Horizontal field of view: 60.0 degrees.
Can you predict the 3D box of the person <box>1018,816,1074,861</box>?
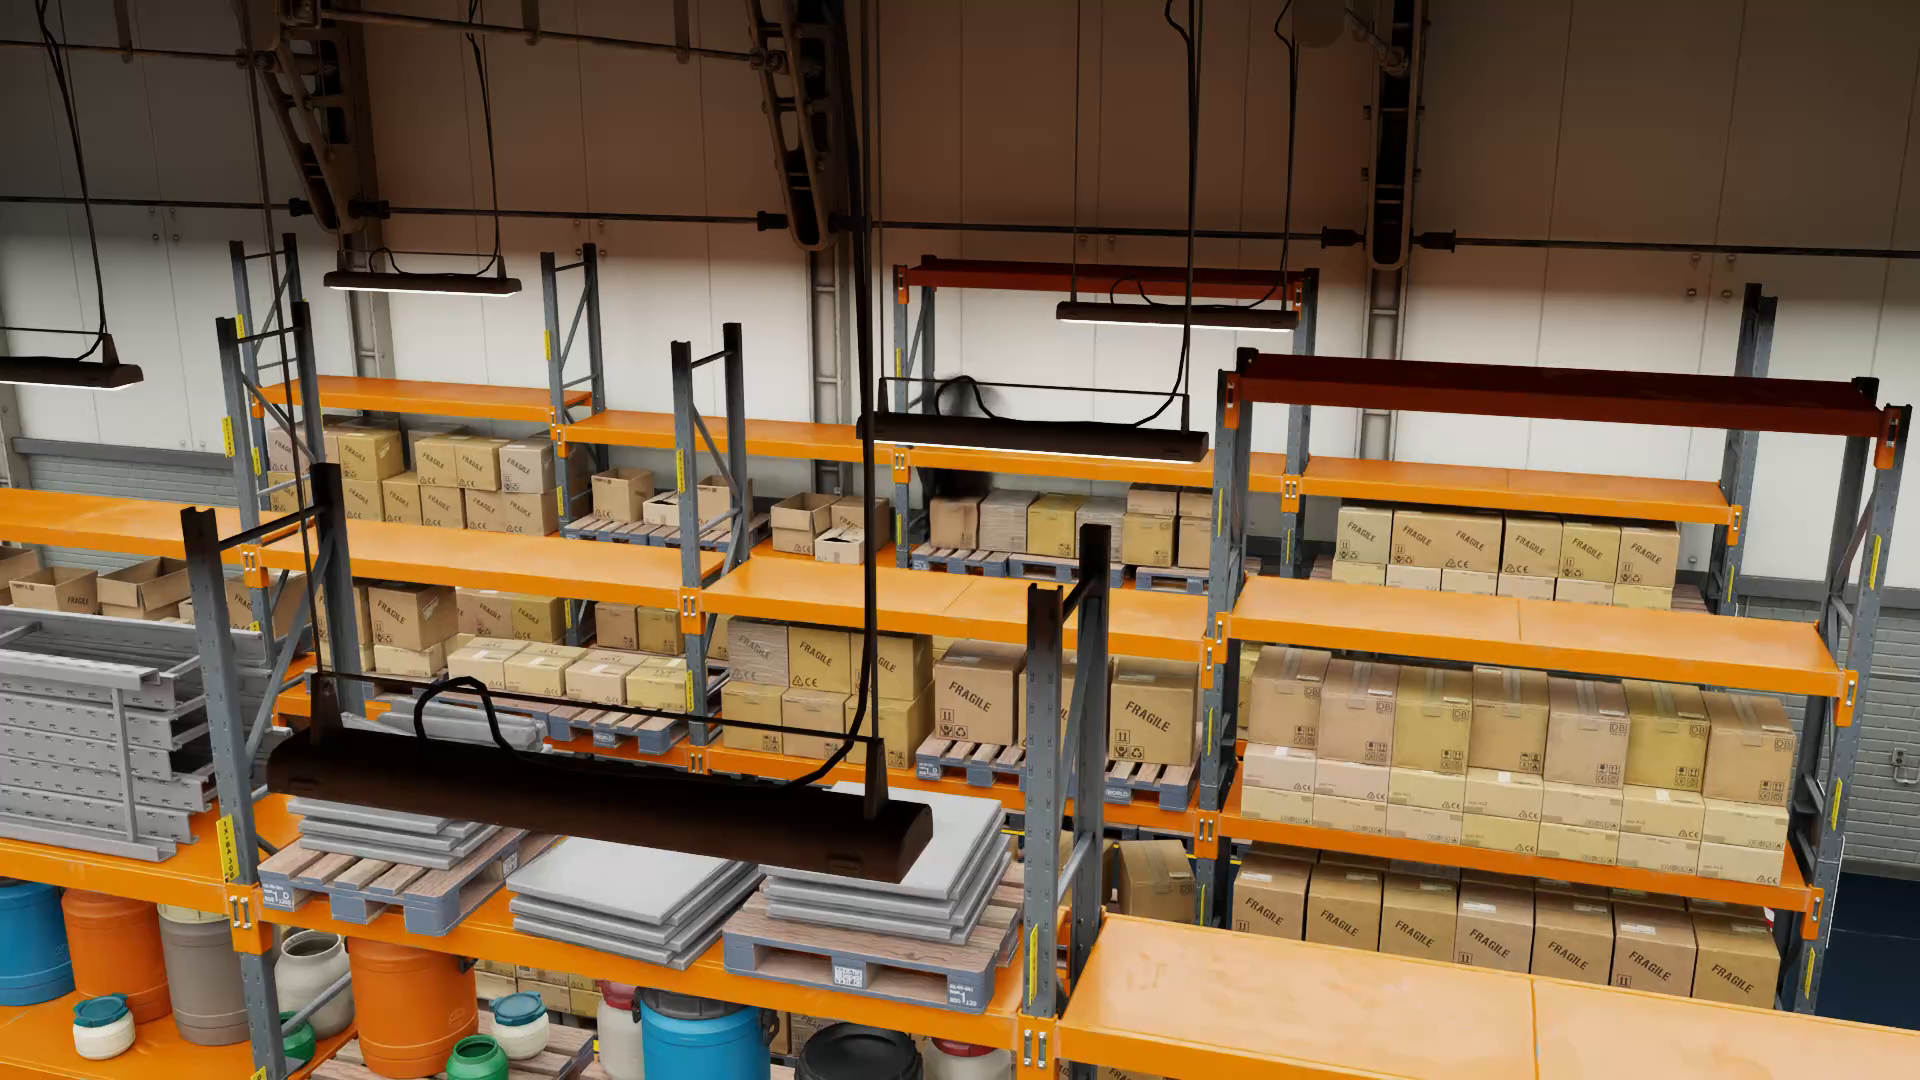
[{"bbox_3d":[0.899,2.943,15.497,0.743,1.663,0.649,9,18,28],"label":"person"}]
